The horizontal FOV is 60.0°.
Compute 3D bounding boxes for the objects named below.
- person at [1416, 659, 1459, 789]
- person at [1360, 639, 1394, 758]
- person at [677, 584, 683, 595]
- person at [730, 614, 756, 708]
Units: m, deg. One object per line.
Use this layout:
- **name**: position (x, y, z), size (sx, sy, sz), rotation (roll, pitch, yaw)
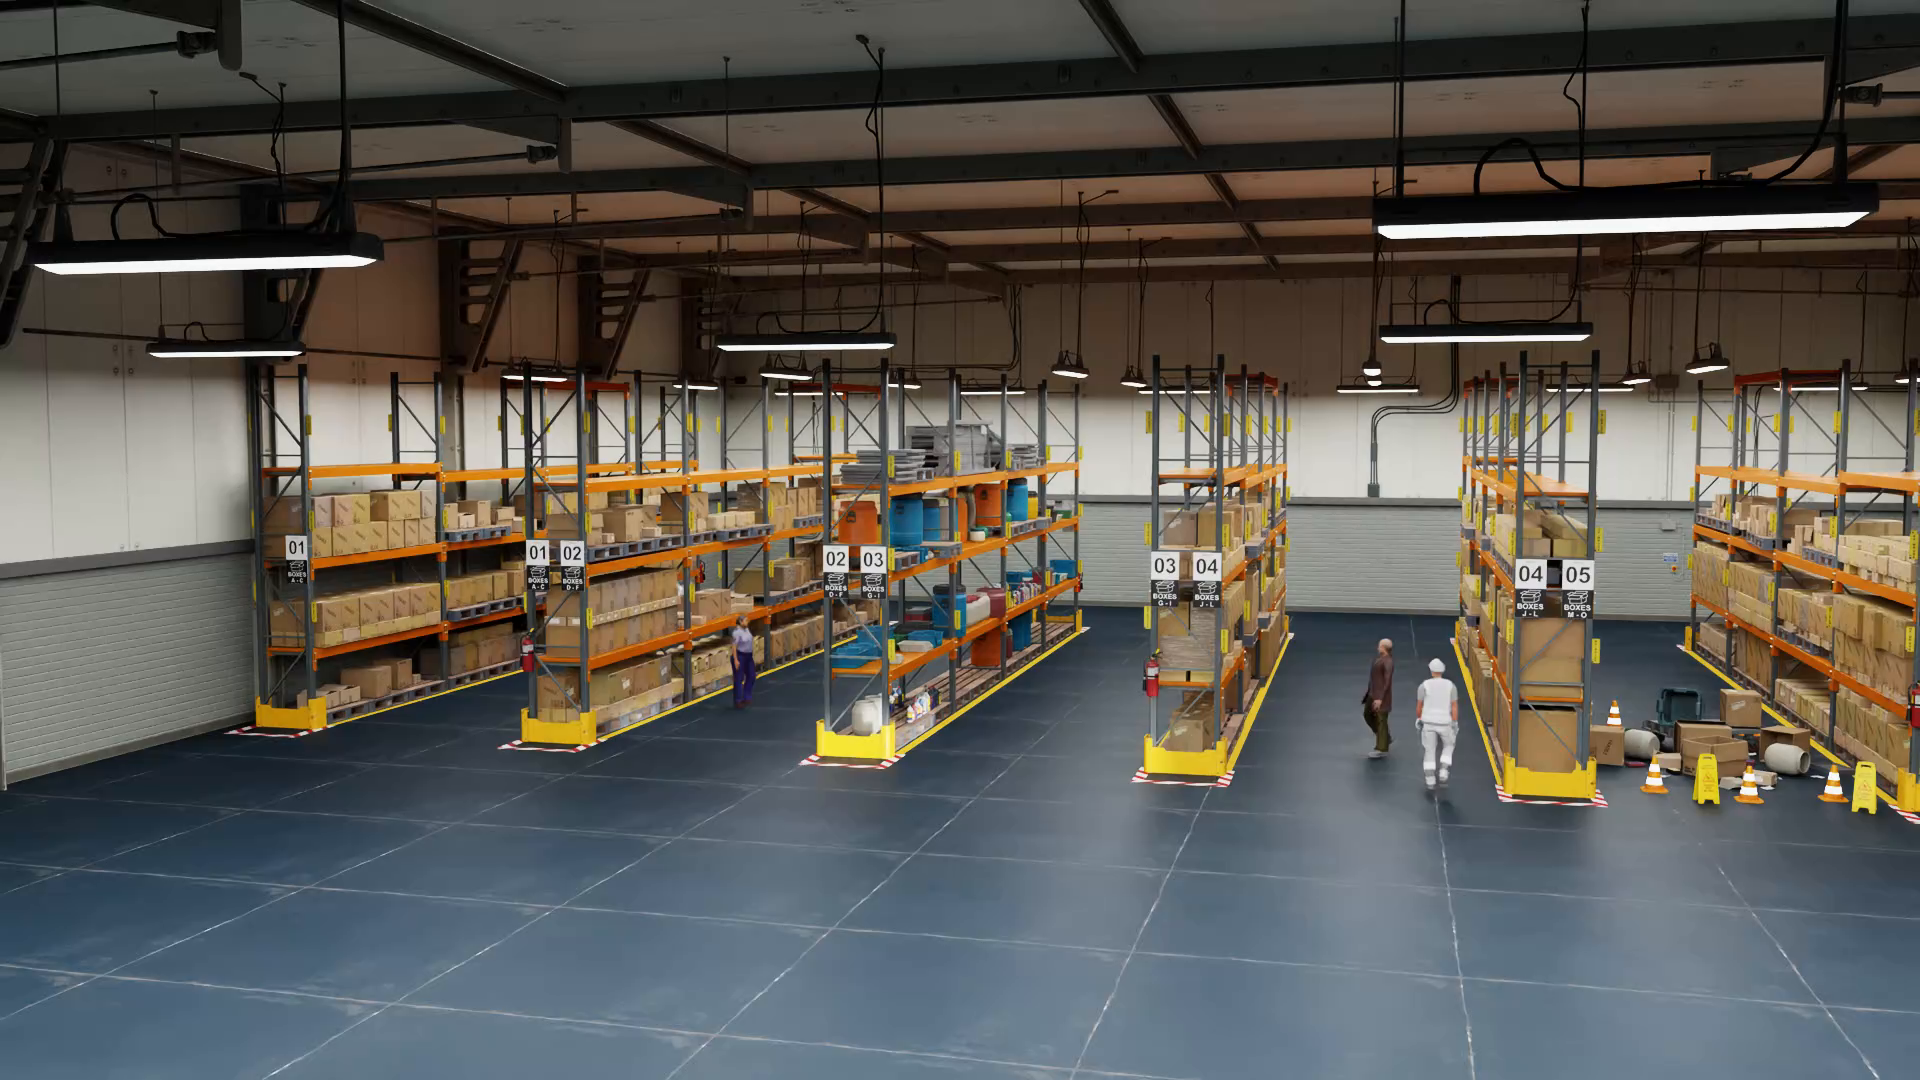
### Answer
- **person**: position (6.563, 2.536, 22.863), size (0.593, 1.830, 0.465), rotation (2, 4, 28)
- **person**: position (6.361, 2.474, 25.187), size (0.551, 1.567, 0.659), rotation (-1, 4, -8)
- **person**: position (-6.552, 1.569, 37.929), size (0.572, 1.609, 0.920), rotation (0, 4, 5)
- **person**: position (-3.881, 2.181, 29.665), size (0.365, 1.730, 0.571), rotation (2, 5, 31)
